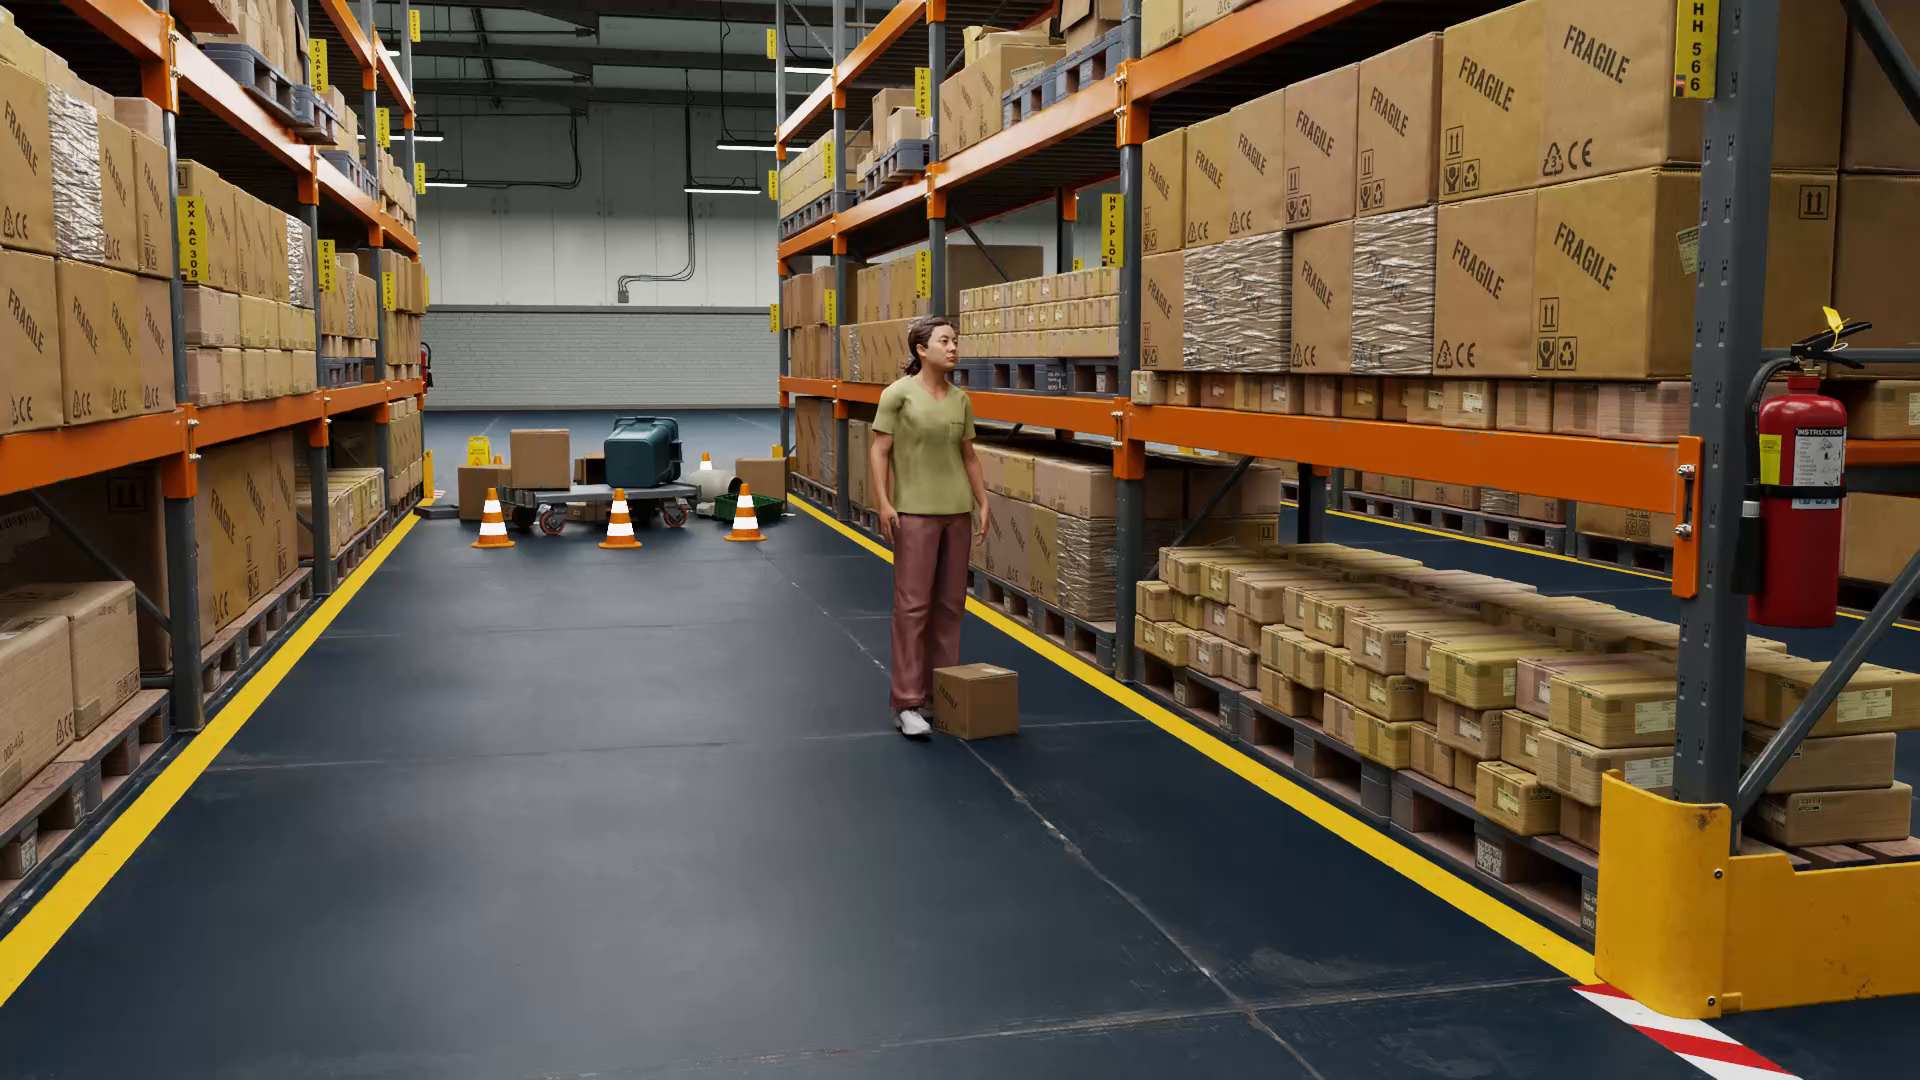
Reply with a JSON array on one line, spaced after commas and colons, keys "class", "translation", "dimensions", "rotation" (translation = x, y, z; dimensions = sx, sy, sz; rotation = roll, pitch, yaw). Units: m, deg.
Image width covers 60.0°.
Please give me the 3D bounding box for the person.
[{"class": "person", "translation": [-0.081, -0.078, 6.820], "dimensions": [0.552, 1.665, 0.548], "rotation": [-4, 7, -32]}]
